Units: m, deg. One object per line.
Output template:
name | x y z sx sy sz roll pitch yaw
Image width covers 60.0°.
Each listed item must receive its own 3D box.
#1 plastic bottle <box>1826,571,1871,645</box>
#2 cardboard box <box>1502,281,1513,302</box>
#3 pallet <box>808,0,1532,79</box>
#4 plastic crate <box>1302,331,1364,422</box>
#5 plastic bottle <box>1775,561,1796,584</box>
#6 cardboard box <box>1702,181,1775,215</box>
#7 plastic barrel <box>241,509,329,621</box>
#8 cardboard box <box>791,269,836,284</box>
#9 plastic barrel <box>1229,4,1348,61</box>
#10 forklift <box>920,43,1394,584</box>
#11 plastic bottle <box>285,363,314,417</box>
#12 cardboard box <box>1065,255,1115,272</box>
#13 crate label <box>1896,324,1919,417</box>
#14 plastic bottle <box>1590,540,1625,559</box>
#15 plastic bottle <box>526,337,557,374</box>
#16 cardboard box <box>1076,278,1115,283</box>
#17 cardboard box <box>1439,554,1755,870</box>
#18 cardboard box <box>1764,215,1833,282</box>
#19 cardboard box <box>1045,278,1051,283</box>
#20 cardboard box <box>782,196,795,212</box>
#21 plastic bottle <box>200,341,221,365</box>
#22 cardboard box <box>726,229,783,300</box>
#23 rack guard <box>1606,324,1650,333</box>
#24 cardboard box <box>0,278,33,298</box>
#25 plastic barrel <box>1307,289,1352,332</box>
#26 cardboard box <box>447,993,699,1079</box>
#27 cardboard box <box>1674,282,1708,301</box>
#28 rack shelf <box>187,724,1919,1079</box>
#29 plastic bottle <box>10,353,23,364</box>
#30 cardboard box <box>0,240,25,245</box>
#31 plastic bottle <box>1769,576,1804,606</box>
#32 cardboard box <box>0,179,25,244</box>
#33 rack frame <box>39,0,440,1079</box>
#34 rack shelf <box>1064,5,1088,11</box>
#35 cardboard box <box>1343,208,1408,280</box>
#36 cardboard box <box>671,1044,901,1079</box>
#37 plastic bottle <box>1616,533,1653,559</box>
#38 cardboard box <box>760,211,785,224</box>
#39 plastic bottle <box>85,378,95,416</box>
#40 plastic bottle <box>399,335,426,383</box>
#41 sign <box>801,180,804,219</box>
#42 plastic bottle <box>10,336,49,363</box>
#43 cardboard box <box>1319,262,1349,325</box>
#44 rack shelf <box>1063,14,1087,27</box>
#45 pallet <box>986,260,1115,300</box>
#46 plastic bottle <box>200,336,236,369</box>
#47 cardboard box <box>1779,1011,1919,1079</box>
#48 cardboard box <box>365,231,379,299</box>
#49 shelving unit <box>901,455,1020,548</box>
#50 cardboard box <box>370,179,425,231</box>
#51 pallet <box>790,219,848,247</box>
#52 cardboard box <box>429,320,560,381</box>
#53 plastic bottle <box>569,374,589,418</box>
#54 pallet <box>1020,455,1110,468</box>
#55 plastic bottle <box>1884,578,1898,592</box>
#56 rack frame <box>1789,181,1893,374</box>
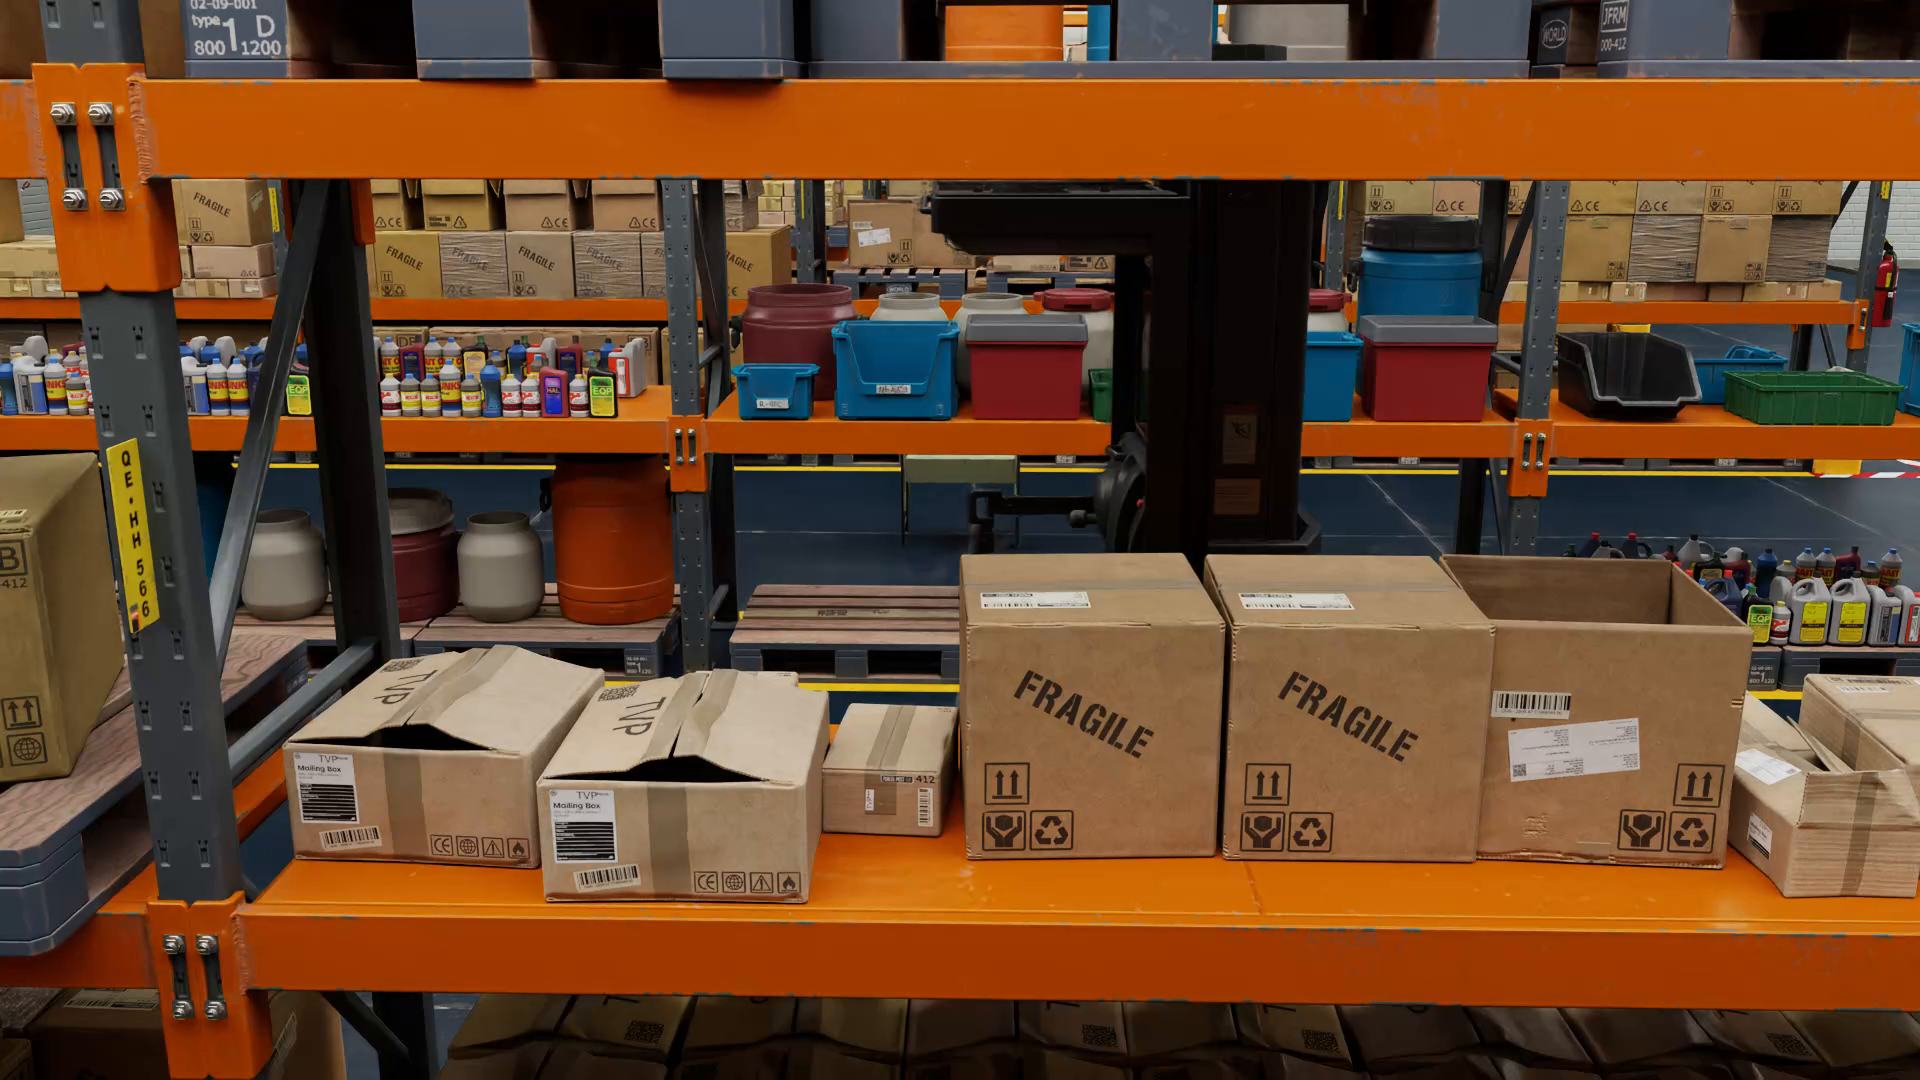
plastic bottle | 4.303 0.323 8.067 0.185 0.351 0.144 1 15 4
cardboard box | 4.040 -1.914 12.708 0.250 0.149 0.380 0 15 1
pallet | 0.377 -0.995 3.223 1.213 0.211 1.003 1 15 4
plastic crate | 1.596 -0.782 7.955 0.575 0.384 0.392 0 15 1
plastic bottle | 4.359 0.210 8.787 0.097 0.201 0.097 0 15 0
cardboard box | 5.776 -2.717 12.518 0.500 0.500 0.500 0 15 1
plastic barrel | -3.477 0.125 8.540 0.421 0.512 0.421 0 15 0
cardboard box | -1.621 -2.838 18.325 0.500 0.250 0.500 0 15 -1
plastic barrel | 1.539 -2.507 7.598 0.600 0.901 0.600 0 15 0
forklift | 0.370 -0.163 5.712 3.031 2.935 1.130 0 15 -1
plastic bottle | -3.168 -0.735 7.973 0.133 0.283 0.061 0 15 1
cardboard box | 1.098 -2.365 12.900 0.637 0.503 0.797 2 15 7
crate label | 4.859 -0.796 7.907 0.616 0.435 0.502 0 15 1
plastic bottle | 3.354 0.174 8.631 0.185 0.351 0.144 0 15 1
plastic bottle | -2.179 -0.916 8.675 0.135 0.276 0.152 0 15 1
cardboard box | 1.474 -2.493 17.995 0.750 0.750 1.050 0 15 1
cardboard box | 1.283 0.341 3.473 0.500 0.500 0.500 1 15 5
cardboard box | 6.283 -2.301 12.904 0.500 0.500 0.875 0 15 1
cardboard box | 1.148 -3.595 22.915 0.625 0.372 0.950 1 15 3
cardboard box | -1.710 -3.529 17.422 0.250 0.149 0.380 1 15 4
plastic bottle | -3.869 -0.893 8.597 0.097 0.271 0.097 0 15 0
cardboard box | -1.665 -2.139 12.872 0.500 0.500 0.500 1 15 3
rack guard | 7.084 -2.154 18.025 0.348 0.500 1.175 0 15 1
cardboard box | -7.279 -1.985 12.977 0.250 0.149 0.380 0 15 0
plastic barrel | 1.756 -0.990 8.444 0.433 0.535 0.433 0 15 0
cardboard box | -0.892 1.171 3.988 0.500 0.311 0.500 1 15 3
cardboard box | 5.542 -1.934 12.785 0.250 0.149 0.380 0 15 1
rack shelf | 0.577 0.736 3.579 4.000 0.370 1.077 0 15 1
plastic bottle | -4.873 -0.866 8.631 0.097 0.201 0.097 0 15 0
cardboard box | -7.668 -2.196 12.996 0.500 0.250 0.500 0 15 0
plastic bottle | 4.095 0.320 8.225 0.135 0.276 0.152 0 15 1
cardboard box | -7.672 -2.560 12.903 0.500 0.500 0.500 0 15 0
rack frame | -1.422 0.376 3.534 0.053 2.616 0.949 0 15 1
rack shelf | 1.087 -7.025 22.019 4.000 0.370 1.077 0 15 1
cardboard box | 3.282 -2.298 12.892 0.500 0.500 0.875 0 15 1
cardboard box | -0.381 1.310 3.461 0.500 0.311 0.500 0 15 0
plastic bottle | 3.550 0.138 8.766 0.185 0.351 0.144 0 15 -1
cardboard box | -1.948 -3.386 17.464 0.250 0.149 0.380 1 15 2
plastic bottle | -4.162 -0.706 8.026 0.097 0.201 0.097 0 15 0
plastic bottle | -2.870 -0.936 8.735 0.133 0.283 0.061 0 15 1
sign | -1.176 -2.569 12.428 0.005 0.325 0.100 0 15 1
plastic bottle | -4.888 -0.934 8.742 0.135 0.276 0.152 0 15 1
cardboard box | 3.688 -2.543 17.940 0.875 0.875 0.875 1 15 2
rack shelf | 1.210 -8.290 26.817 4.000 0.370 1.077 0 15 1
pallet | 0.815 -2.056 13.127 1.213 0.211 1.003 0 15 1
plastic bottle | -3.884 -0.927 8.717 0.135 0.276 0.152 0 15 1
cardboard box | 2.170 1.191 3.915 0.500 0.311 0.500 0 15 2
cardboard box | -4.711 -2.158 12.945 0.500 0.500 0.500 0 15 2
shelving unit | 0.007 -0.725 10.649 0.755 1.500 0.431 0 15 1
cardboard box | -4.525 -2.708 13.063 0.637 0.503 0.797 0 15 0
pallet | -1.653 -3.300 17.843 1.003 0.211 1.213 0 15 1
cardboard box | -3.631 -1.348 13.411 0.875 0.875 1.225 0 15 -1
plastic bottle | -1.822 -0.691 7.968 0.097 0.201 0.097 0 15 0
pallet | 0.832 -0.788 13.414 1.213 0.211 1.003 0 15 1
plastic bottle | 4.609 0.329 8.175 0.133 0.283 0.061 0 15 1
rack frame | 6.832 -2.099 12.915 0.127 3.000 1.000 0 15 1
